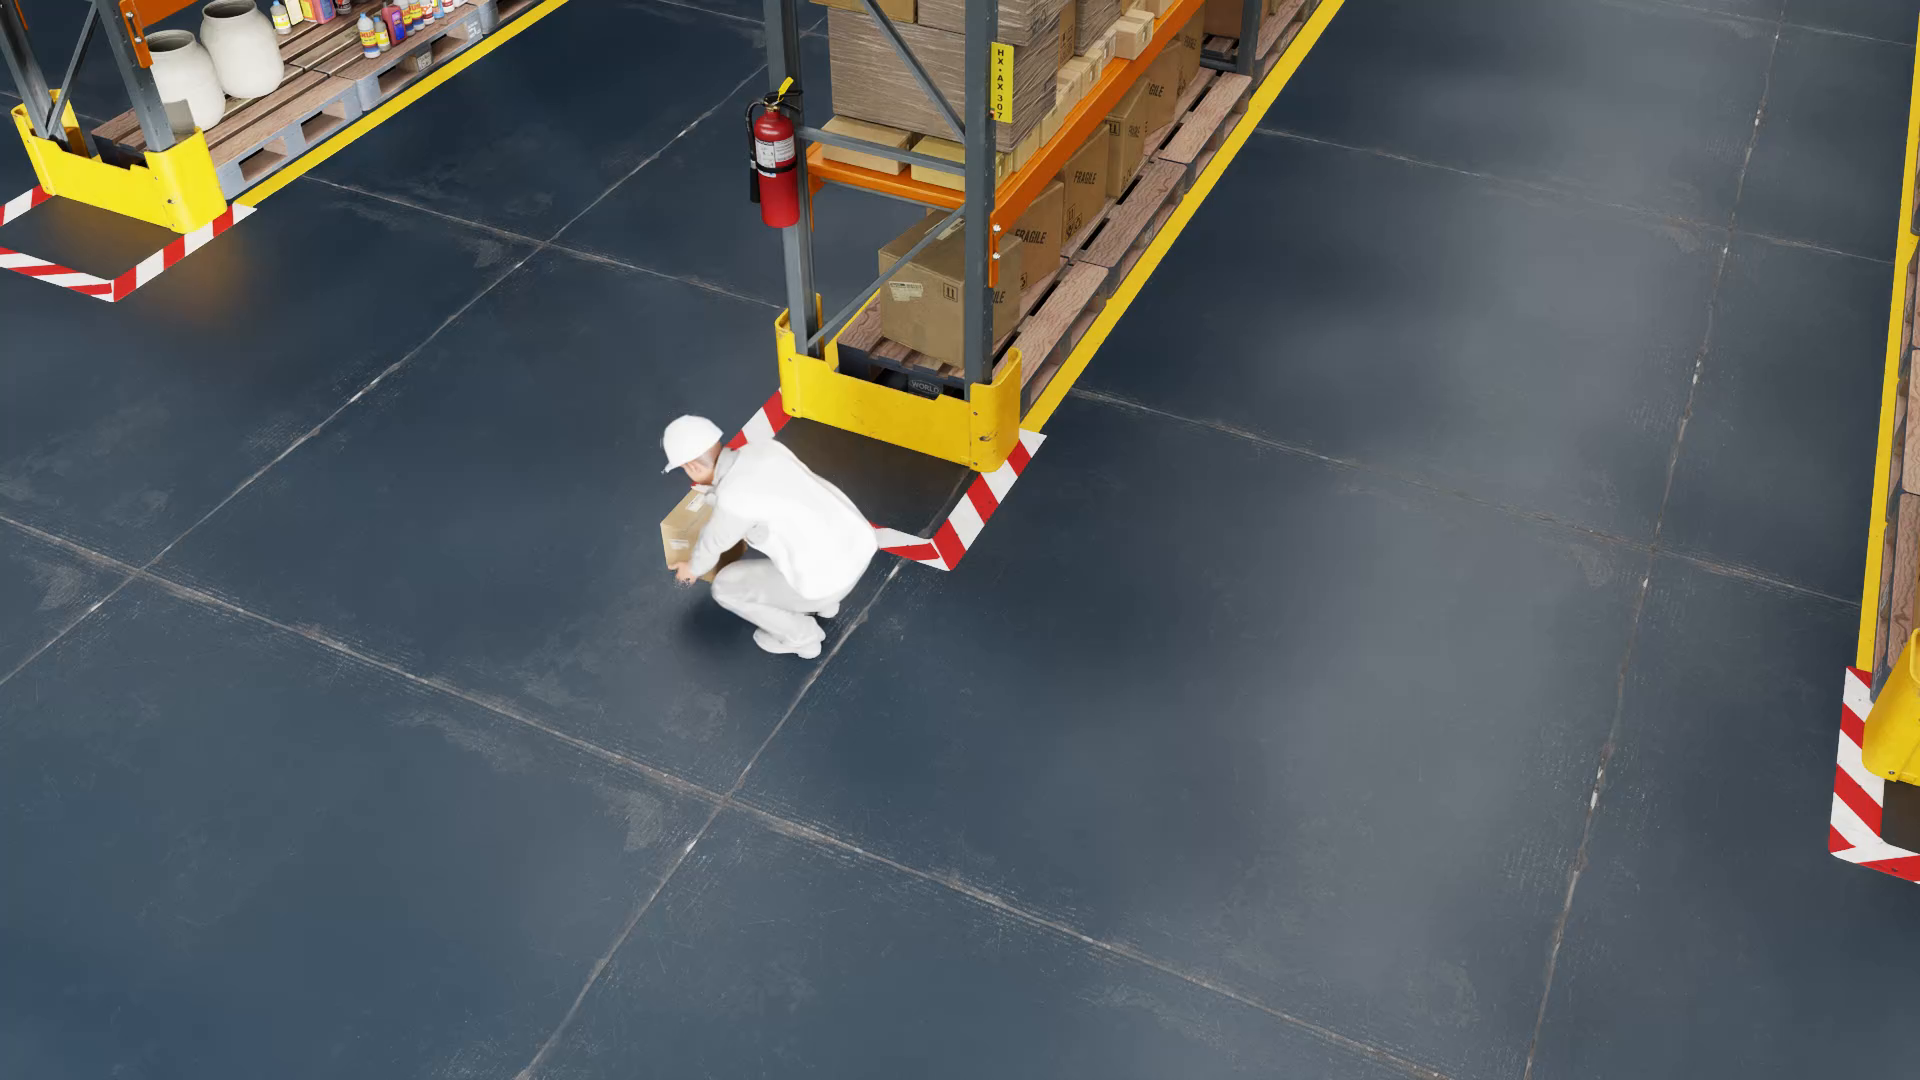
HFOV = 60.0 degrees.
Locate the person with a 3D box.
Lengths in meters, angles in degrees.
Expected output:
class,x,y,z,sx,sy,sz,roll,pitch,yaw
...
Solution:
class,x,y,z,sx,sy,sz,roll,pitch,yaw
person,-0.785,-0.042,6.766,0.863,1.018,0.518,17,44,18
